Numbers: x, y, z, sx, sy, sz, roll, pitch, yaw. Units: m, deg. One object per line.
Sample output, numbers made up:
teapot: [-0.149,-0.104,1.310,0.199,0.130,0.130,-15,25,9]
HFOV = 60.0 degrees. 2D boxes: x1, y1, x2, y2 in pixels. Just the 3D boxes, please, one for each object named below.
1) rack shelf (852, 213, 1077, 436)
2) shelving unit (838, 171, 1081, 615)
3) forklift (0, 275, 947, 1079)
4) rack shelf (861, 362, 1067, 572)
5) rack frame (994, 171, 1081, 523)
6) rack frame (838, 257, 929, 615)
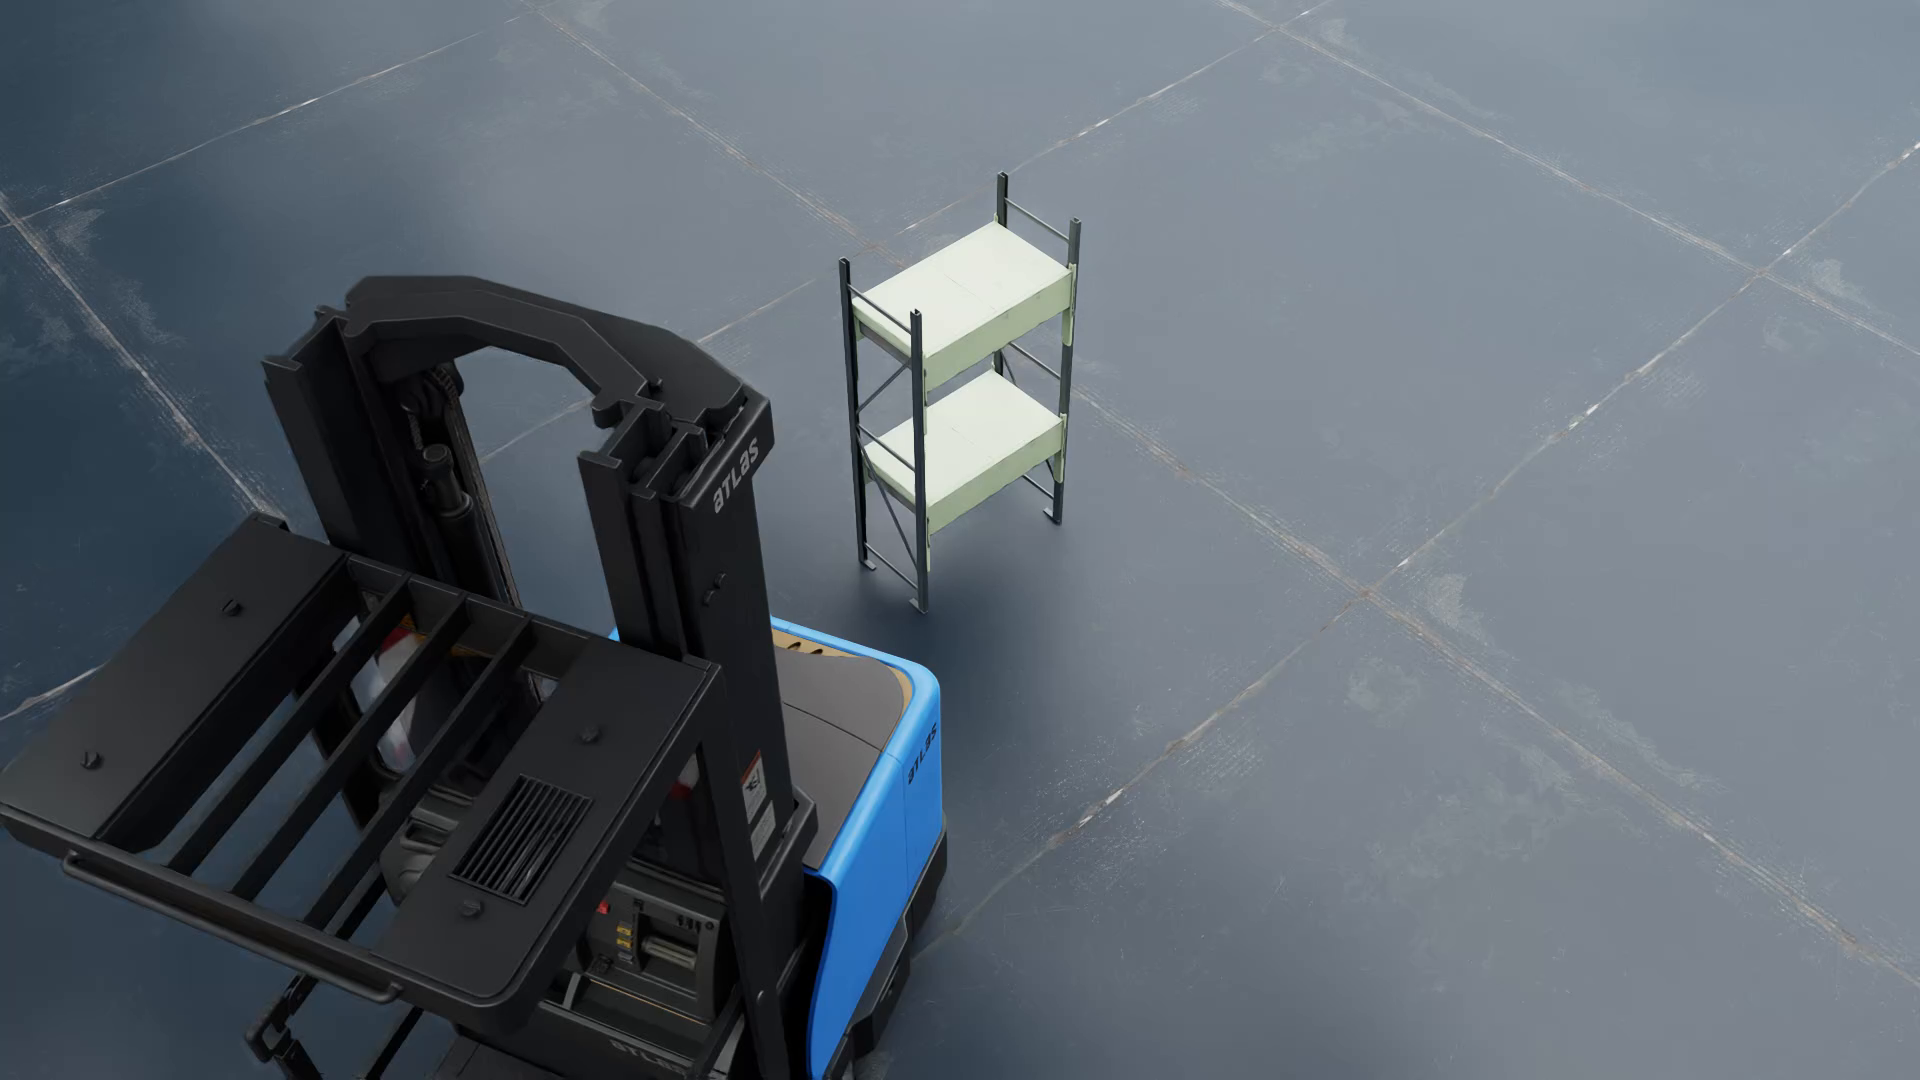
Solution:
rack shelf: [0.005,-0.777,5.915,0.720,0.370,0.431,-34,56,-27]
shelving unit: [0.005,-0.512,6.202,0.755,1.500,0.431,-34,56,-27]
forklift: [-1.067,0.992,3.840,1.130,2.935,3.031,17,49,15]
rack shelf: [0.005,-0.291,6.441,0.720,0.370,0.431,-34,56,-27]
rack frame: [0.276,-0.693,6.369,0.023,1.500,0.400,-34,56,-27]
rack frame: [-0.266,-0.331,6.035,0.023,1.500,0.400,-34,56,-27]
